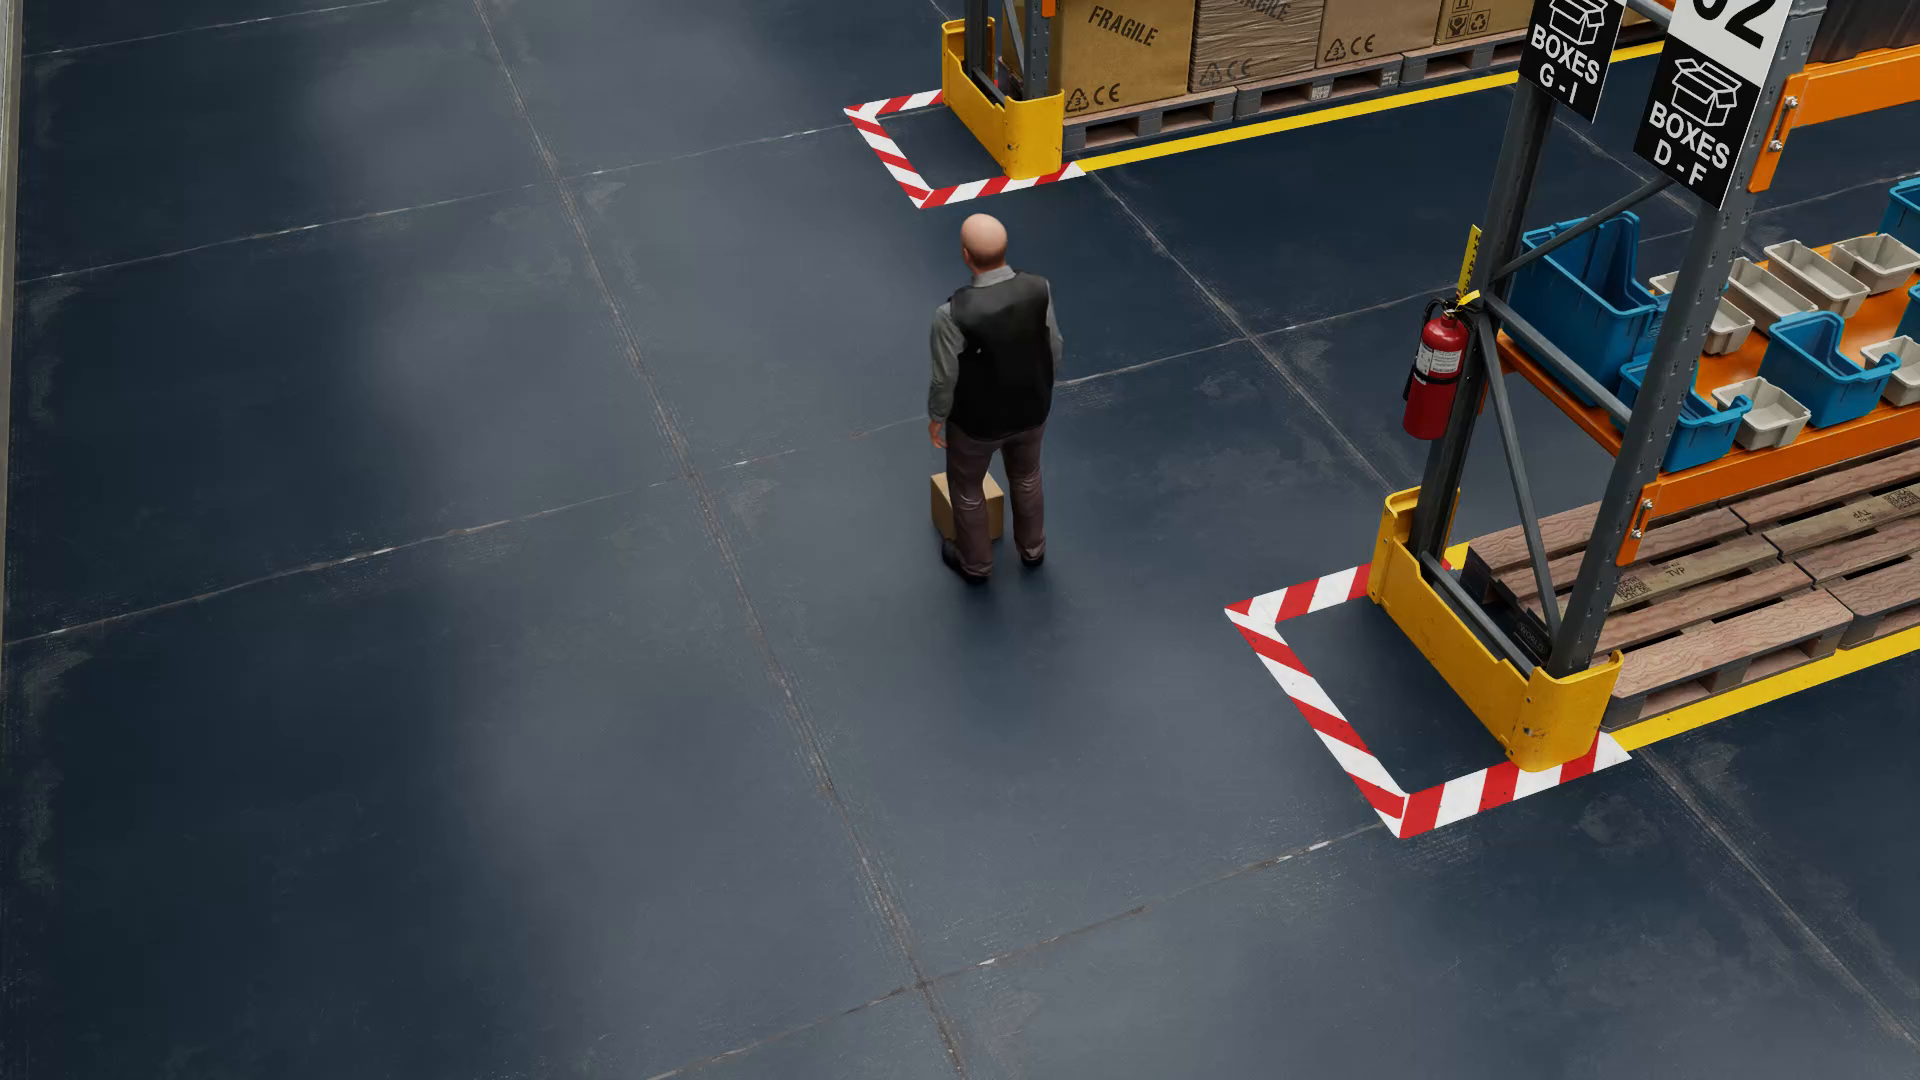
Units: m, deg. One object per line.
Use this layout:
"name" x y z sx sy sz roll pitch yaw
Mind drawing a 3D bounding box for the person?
"person" 0.143 -0.528 6.776 0.588 1.720 0.421 -18 44 -19
